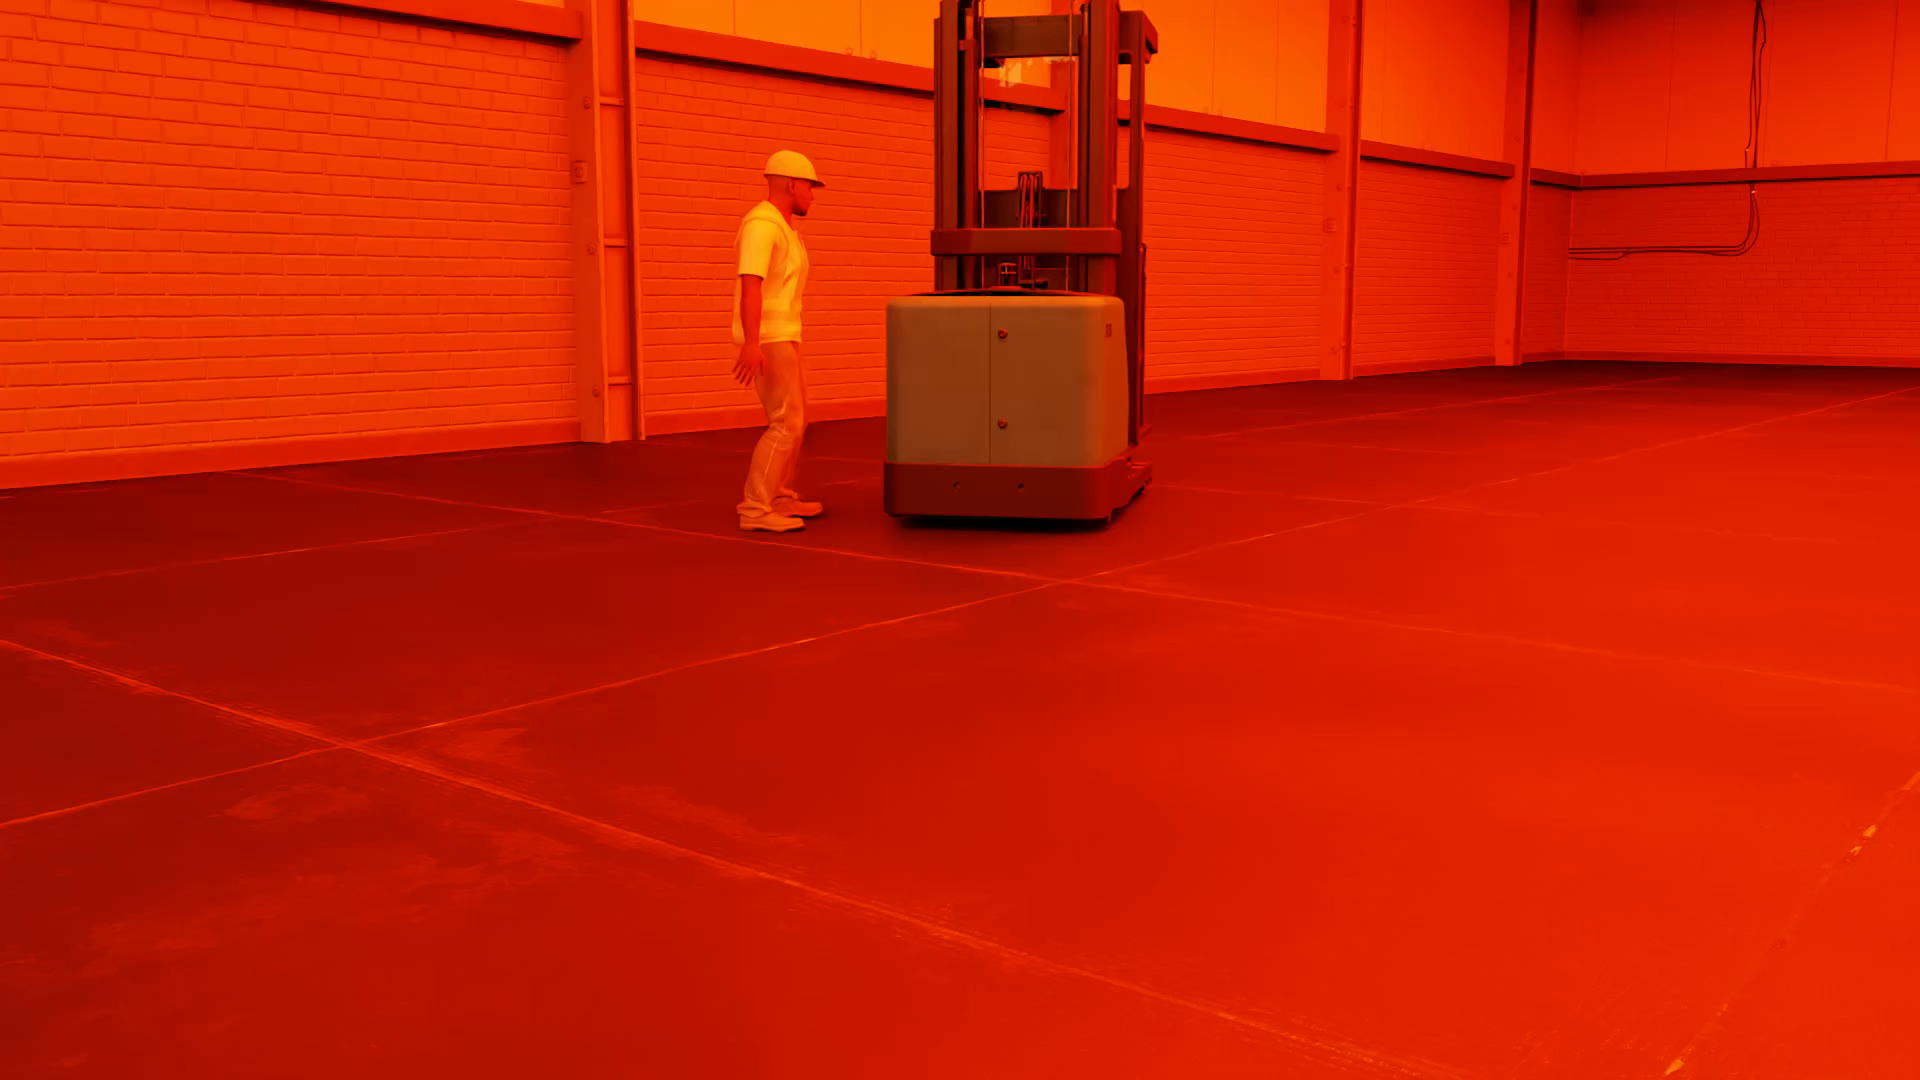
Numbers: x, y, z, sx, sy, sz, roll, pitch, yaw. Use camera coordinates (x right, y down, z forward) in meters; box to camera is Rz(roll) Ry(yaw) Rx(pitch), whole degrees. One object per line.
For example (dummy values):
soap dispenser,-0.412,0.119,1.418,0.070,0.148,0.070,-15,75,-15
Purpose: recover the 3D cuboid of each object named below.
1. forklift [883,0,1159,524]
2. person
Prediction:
forklift,0.458,-1.699,8.891,1.130,2.935,3.031,2,9,12
person,-0.832,-0.924,7.725,0.431,1.735,0.850,0,8,-1
